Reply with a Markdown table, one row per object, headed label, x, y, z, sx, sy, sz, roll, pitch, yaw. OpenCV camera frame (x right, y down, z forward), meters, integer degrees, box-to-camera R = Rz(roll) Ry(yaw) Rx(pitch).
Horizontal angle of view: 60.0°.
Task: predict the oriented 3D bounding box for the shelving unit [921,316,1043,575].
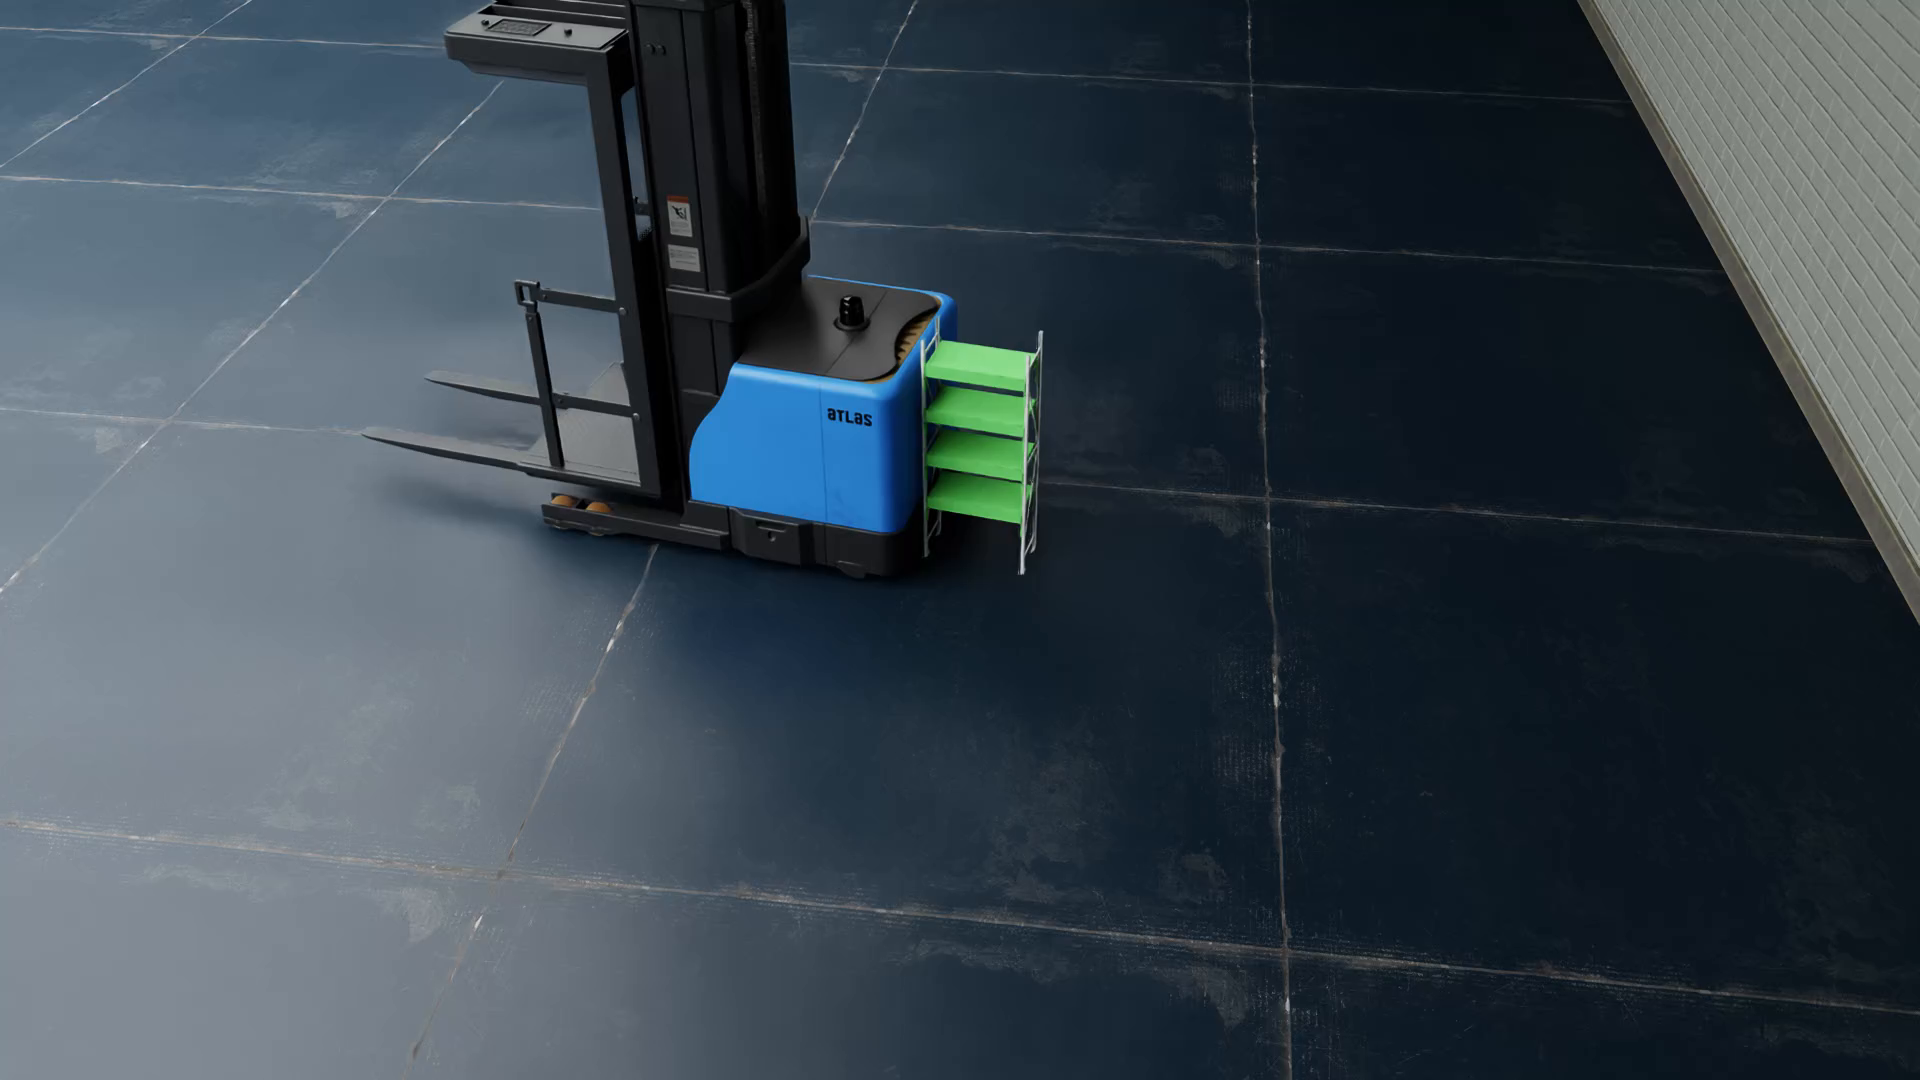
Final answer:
| label | x | y | z | sx | sy | sz | roll | pitch | yaw |
| --- | --- | --- | --- | --- | --- | --- | --- | --- | --- |
| shelving unit | 0.099 | -0.428 | 7.817 | 0.503 | 1.200 | 0.258 | 10 | 37 | 14 |

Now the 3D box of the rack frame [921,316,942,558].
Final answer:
| label | x | y | z | sx | sy | sz | roll | pitch | yaw |
| --- | --- | --- | --- | --- | --- | --- | --- | --- | --- |
| rack frame | -0.135 | -0.470 | 7.875 | 0.015 | 1.200 | 0.240 | 10 | 37 | 14 |

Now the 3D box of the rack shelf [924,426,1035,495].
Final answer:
| label | x | y | z | sx | sy | sz | roll | pitch | yaw |
| --- | --- | --- | --- | --- | --- | --- | --- | --- | --- |
| rack shelf | 0.099 | -0.376 | 7.854 | 0.480 | 0.148 | 0.258 | 10 | 37 | 14 |

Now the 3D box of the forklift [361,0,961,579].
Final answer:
| label | x | y | z | sx | sy | sz | roll | pitch | yaw |
| --- | --- | --- | --- | --- | --- | --- | --- | --- | --- |
| forklift | -1.572 | -1.495 | 7.821 | 3.031 | 2.935 | 1.130 | 10 | 37 | 14 |

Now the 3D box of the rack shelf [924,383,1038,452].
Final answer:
| label | x | y | z | sx | sy | sz | roll | pitch | yaw |
| --- | --- | --- | --- | --- | --- | --- | --- | --- | --- |
| rack shelf | 0.099 | -0.572 | 7.715 | 0.480 | 0.148 | 0.258 | 10 | 37 | 14 |

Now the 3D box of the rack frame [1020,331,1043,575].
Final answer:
| label | x | y | z | sx | sy | sz | roll | pitch | yaw |
| --- | --- | --- | --- | --- | --- | --- | --- | --- | --- |
| rack frame | 0.332 | -0.387 | 7.760 | 0.015 | 1.200 | 0.240 | 10 | 37 | 14 |

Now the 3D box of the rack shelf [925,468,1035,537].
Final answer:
| label | x | y | z | sx | sy | sz | roll | pitch | yaw |
| --- | --- | --- | --- | --- | --- | --- | --- | --- | --- |
| rack shelf | 0.099 | -0.181 | 7.994 | 0.480 | 0.148 | 0.258 | 10 | 37 | 14 |

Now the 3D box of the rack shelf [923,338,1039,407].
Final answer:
| label | x | y | z | sx | sy | sz | roll | pitch | yaw |
| --- | --- | --- | --- | --- | --- | --- | --- | --- | --- |
| rack shelf | 0.099 | -0.767 | 7.576 | 0.480 | 0.148 | 0.258 | 10 | 37 | 14 |
